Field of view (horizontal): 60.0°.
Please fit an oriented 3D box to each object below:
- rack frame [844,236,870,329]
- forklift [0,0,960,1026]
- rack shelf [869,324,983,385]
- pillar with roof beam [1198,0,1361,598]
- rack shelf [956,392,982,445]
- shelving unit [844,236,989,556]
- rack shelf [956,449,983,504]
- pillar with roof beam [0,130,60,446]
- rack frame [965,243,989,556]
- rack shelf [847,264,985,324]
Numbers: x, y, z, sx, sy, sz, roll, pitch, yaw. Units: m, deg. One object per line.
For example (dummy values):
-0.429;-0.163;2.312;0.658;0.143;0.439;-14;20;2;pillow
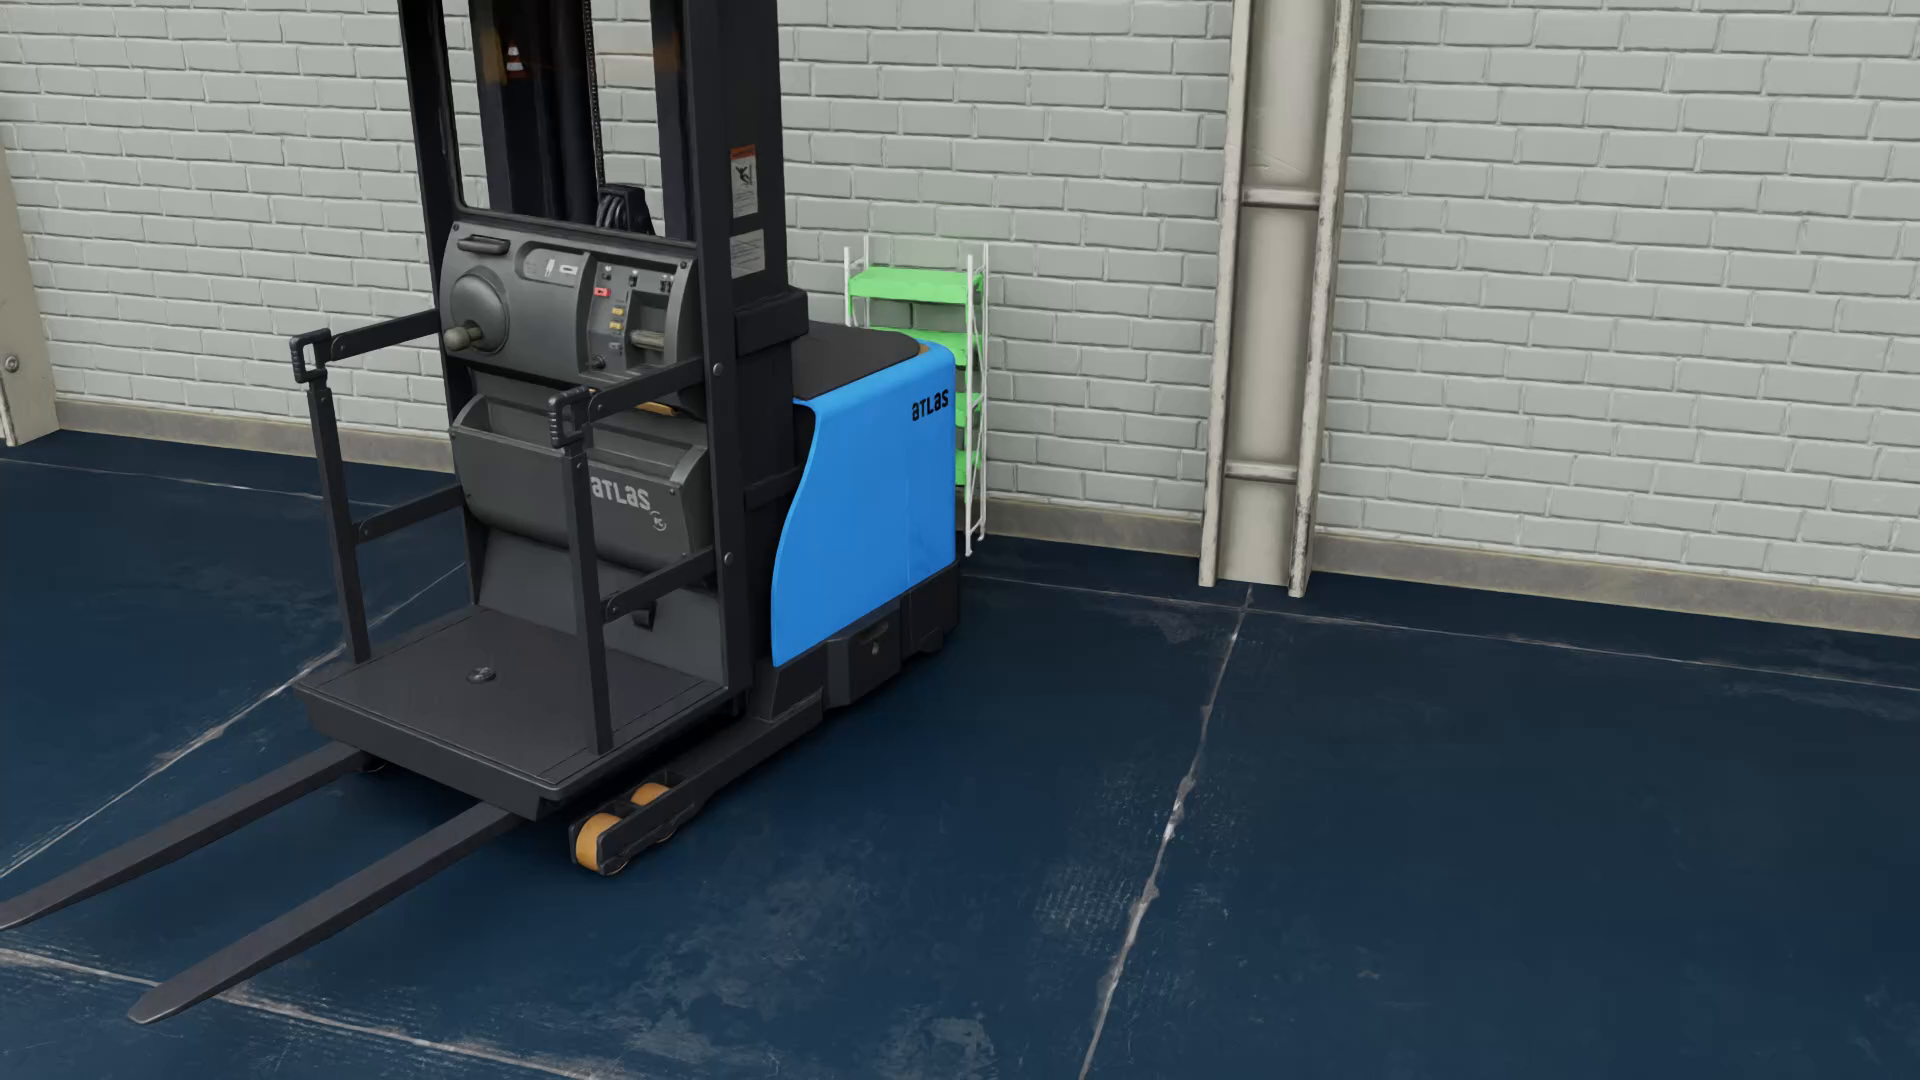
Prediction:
-0.402;-0.588;6.615;0.015;1.200;0.240;6;22;15;rack frame
-1.228;-0.646;4.483;1.130;2.935;3.031;14;26;31;forklift
-0.167;-0.727;6.489;0.480;0.148;0.258;6;22;15;rack shelf
-0.101;-2.460;0.910;0.400;9.000;9.100;7;23;16;pillar with roof beam
-0.169;-0.503;6.575;0.480;0.148;0.258;6;22;15;rack shelf
-0.168;-0.562;6.552;0.503;1.200;0.258;6;22;15;shelving unit
-0.170;-0.279;6.661;0.480;0.148;0.258;6;22;15;rack shelf
-5.845;-3.118;2.513;0.400;9.000;9.100;7;23;16;pillar with roof beam
0.066;-0.536;6.488;0.015;1.200;0.240;6;22;15;rack frame
-0.165;-0.951;6.402;0.480;0.148;0.258;6;22;15;rack shelf
